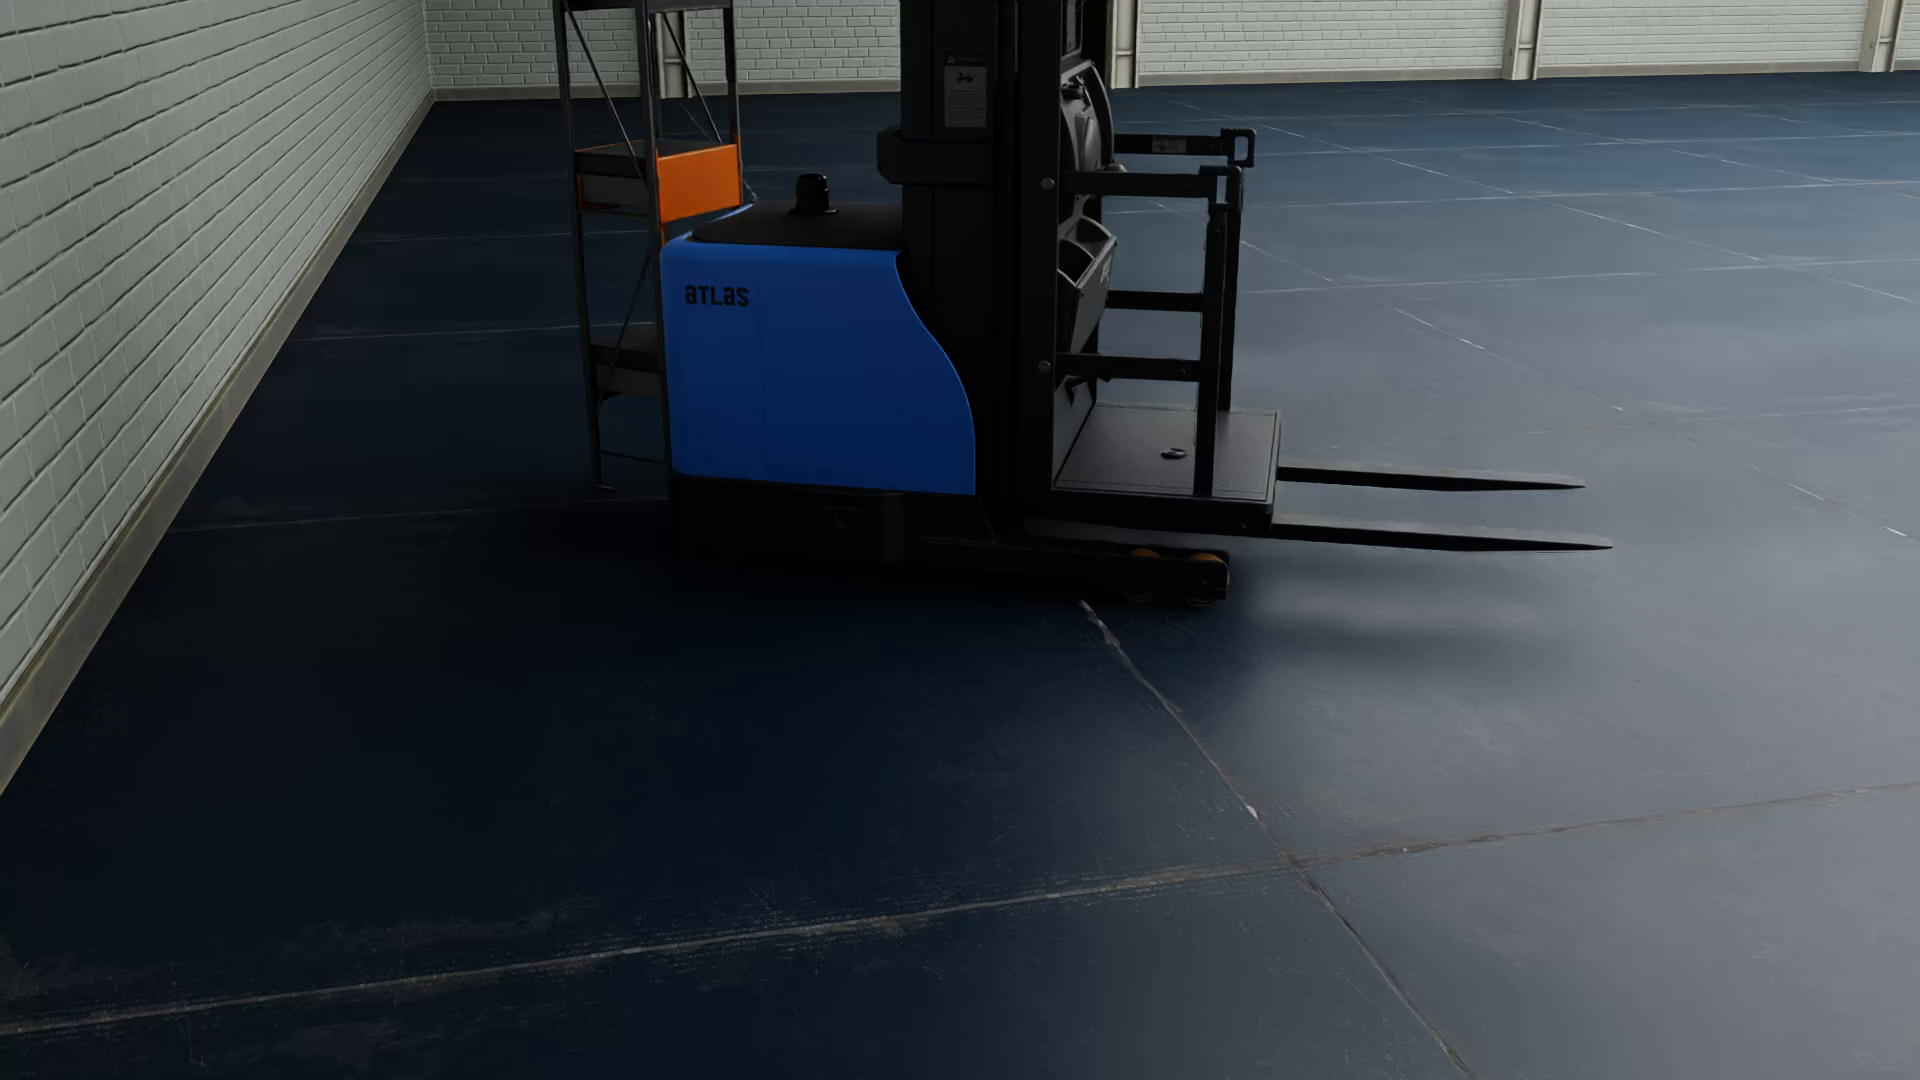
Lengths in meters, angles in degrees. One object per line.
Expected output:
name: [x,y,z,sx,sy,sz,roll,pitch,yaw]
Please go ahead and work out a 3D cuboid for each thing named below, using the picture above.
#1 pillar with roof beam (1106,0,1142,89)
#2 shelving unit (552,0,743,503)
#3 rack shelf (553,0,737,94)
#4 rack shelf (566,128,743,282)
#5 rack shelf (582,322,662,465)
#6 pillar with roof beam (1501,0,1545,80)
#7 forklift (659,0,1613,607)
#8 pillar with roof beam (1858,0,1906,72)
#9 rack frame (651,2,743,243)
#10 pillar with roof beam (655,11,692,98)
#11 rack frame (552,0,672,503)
pillar with roof beam: [3.182,-8.941,17.140,0.400,9.000,9.100,-5,21,-12]
shelving unit: [-1.108,-1.226,6.104,0.431,2.100,0.503,11,23,28]
rack shelf: [-1.111,-1.869,5.865,0.431,0.518,0.480,11,23,28]
rack shelf: [-1.108,-1.213,6.109,0.431,0.518,0.480,11,23,28]
rack shelf: [-1.106,-0.557,6.354,0.431,0.518,0.480,11,23,28]
pillar with roof beam: [9.021,-9.416,18.437,0.400,9.000,9.100,-5,21,-12]
forklift: [0.595,-1.365,5.280,3.031,2.935,1.130,4,21,11]
pillar with roof beam: [14.860,-9.891,19.733,0.400,9.000,9.100,-5,21,-12]
rack frame: [-0.988,-1.301,6.303,0.400,2.100,0.015,11,23,28]
pillar with roof beam: [-2.657,-8.466,15.844,0.400,9.000,9.100,-5,21,-12]
rack frame: [-1.229,-1.152,5.906,0.400,2.100,0.015,11,23,28]
